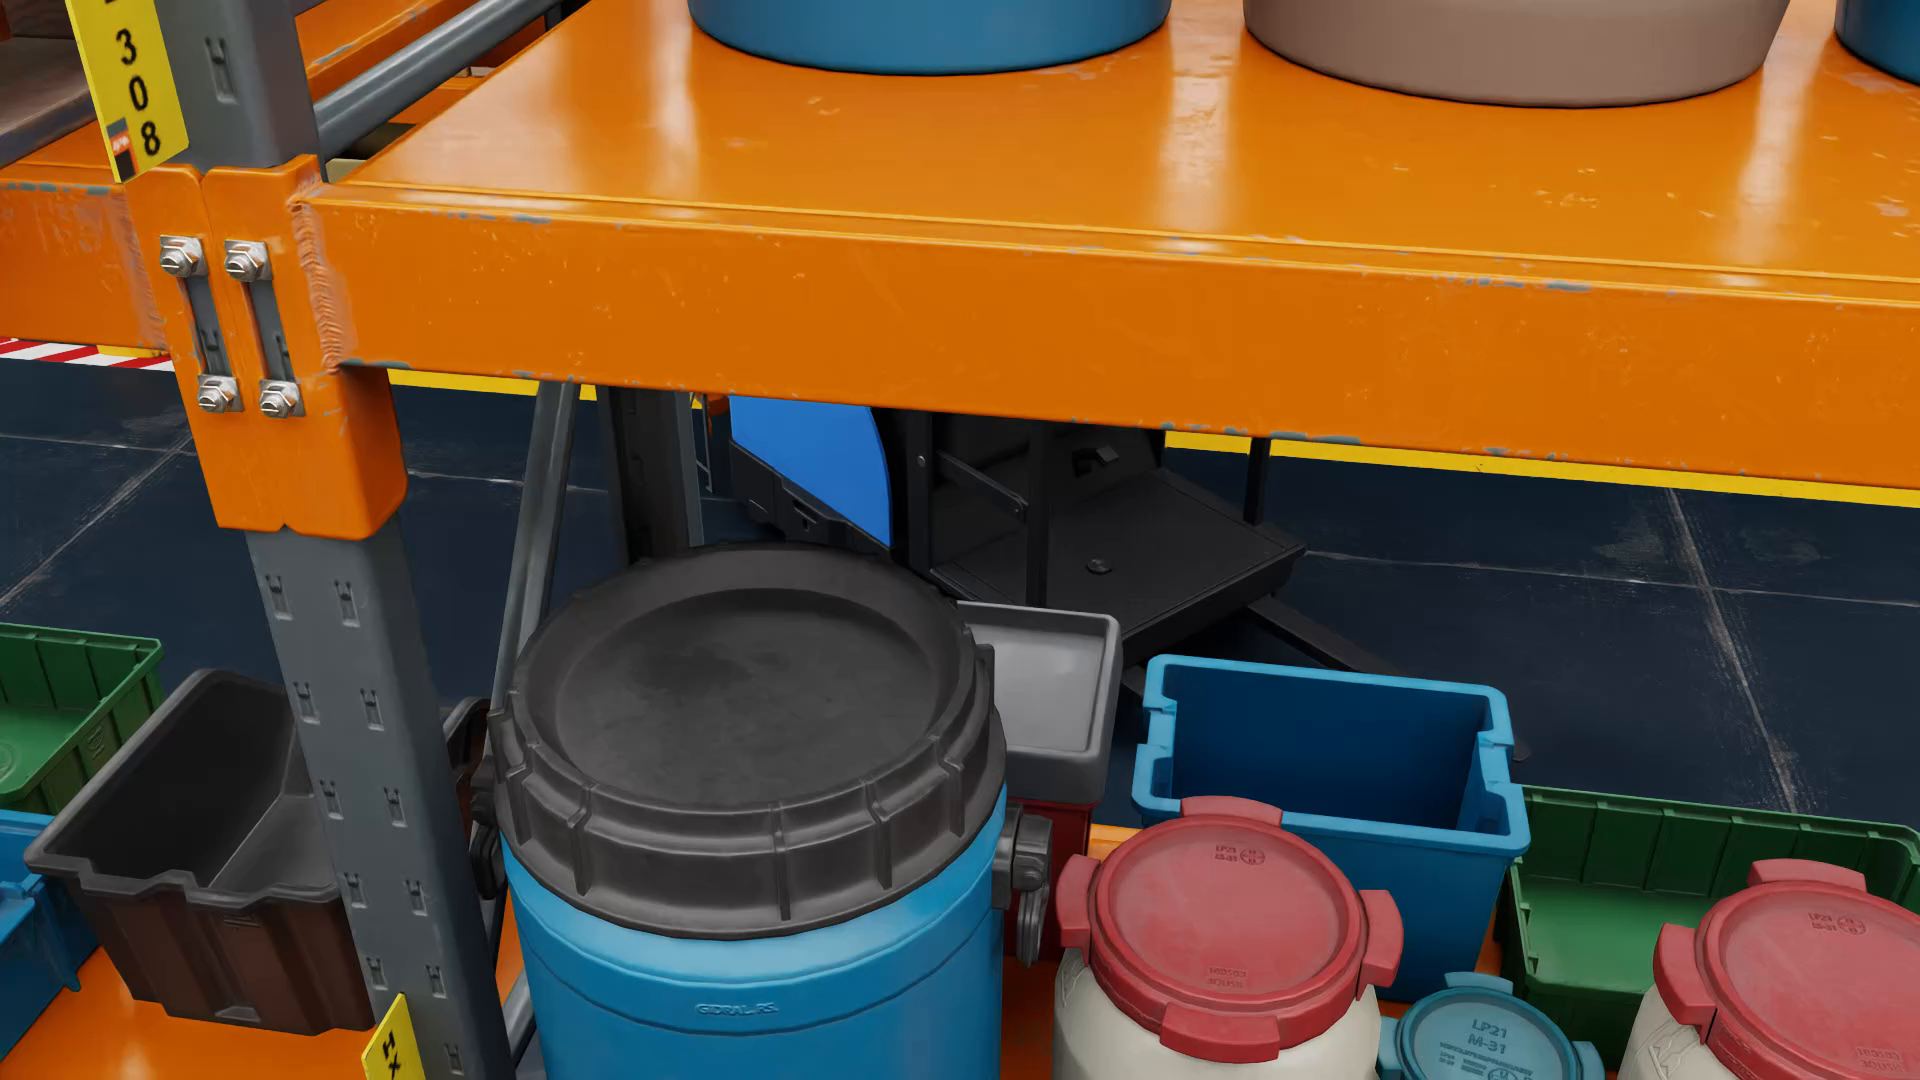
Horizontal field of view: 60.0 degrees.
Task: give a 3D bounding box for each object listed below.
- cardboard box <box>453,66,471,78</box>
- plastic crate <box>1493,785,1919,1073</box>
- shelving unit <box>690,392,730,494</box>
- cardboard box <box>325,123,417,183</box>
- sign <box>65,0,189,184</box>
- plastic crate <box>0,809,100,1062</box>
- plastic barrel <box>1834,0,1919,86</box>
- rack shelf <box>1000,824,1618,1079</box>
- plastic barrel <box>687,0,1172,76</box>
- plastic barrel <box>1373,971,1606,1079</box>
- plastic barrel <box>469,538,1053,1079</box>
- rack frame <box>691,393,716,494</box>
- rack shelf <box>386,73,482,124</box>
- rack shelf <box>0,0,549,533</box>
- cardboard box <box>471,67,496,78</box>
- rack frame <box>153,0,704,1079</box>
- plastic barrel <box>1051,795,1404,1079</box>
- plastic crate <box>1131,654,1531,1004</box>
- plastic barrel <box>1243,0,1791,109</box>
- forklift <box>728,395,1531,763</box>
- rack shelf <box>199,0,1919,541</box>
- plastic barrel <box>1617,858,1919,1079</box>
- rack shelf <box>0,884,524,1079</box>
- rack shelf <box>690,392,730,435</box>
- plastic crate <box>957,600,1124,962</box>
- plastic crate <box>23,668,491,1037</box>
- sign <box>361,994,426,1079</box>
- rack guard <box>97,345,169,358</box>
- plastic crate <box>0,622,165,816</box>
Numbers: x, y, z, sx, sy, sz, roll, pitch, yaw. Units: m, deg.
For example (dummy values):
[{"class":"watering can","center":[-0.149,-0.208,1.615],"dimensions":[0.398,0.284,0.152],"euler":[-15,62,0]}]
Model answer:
[{"class":"cardboard box","center":[-2.214,-2.314,7.025],"dimensions":[0.500,0.500,0.700],"euler":[5,32,9]},{"class":"plastic crate","center":[1.191,0.633,2.611],"dimensions":[0.662,0.188,0.450],"euler":[5,32,8]},{"class":"shelving unit","center":[-0.841,-0.821,6.431],"dimensions":[0.503,1.200,0.258],"euler":[-21,38,-30]},{"class":"cardboard box","center":[-2.695,-1.534,7.363],"dimensions":[0.500,0.500,0.500],"euler":[5,32,8]},{"class":"sign","center":[-0.677,-0.453,1.311],"dimensions":[0.005,0.325,0.100],"euler":[5,32,8]},{"class":"plastic crate","center":[-1.710,0.642,2.537],"dimensions":[0.616,0.251,0.499],"euler":[5,32,8]},{"class":"plastic barrel","center":[1.254,-0.900,1.560],"dimensions":[0.708,0.901,0.600],"euler":[5,32,8]},{"class":"rack shelf","center":[1.398,1.019,2.473],"dimensions":[4.000,0.370,1.077],"euler":[5,32,8]},{"class":"plastic barrel","center":[-0.036,-1.016,1.747],"dimensions":[0.708,0.901,0.600],"euler":[5,32,8]},{"class":"plastic barrel","center":[0.705,0.793,2.287],"dimensions":[0.301,0.262,0.301],"euler":[0,32,0]},{"class":"plastic barrel","center":[-0.244,0.516,2.126],"dimensions":[0.708,0.901,0.600],"euler":[5,32,8]},{"class":"rack frame","center":[-1.039,-0.745,6.310],"dimensions":[0.015,1.200,0.240],"euler":[-21,38,-30]},{"class":"rack shelf","center":[-1.708,-1.928,7.181],"dimensions":[4.000,0.370,1.077],"euler":[5,32,8]},{"class":"rack shelf","center":[-2.545,-0.609,2.247],"dimensions":[4.000,0.370,1.077],"euler":[5,32,8]},{"class":"cardboard box","center":[-1.695,-2.269,6.953],"dimensions":[0.500,0.500,0.700],"euler":[6,33,10]},{"class":"rack frame","center":[-0.574,0.537,2.564],"dimensions":[0.053,2.616,0.949],"euler":[5,32,8]},{"class":"plastic barrel","center":[0.333,0.678,2.211],"dimensions":[0.433,0.535,0.433],"euler":[0,32,0]},{"class":"plastic crate","center":[0.566,0.478,2.674],"dimensions":[0.575,0.384,0.392],"euler":[5,32,8]},{"class":"plastic barrel","center":[0.609,-0.958,1.654],"dimensions":[0.600,0.901,0.600],"euler":[0,32,0]},{"class":"forklift","center":[0.445,-0.939,4.988],"dimensions":[1.130,2.935,3.031],"euler":[-24,39,-33]},{"class":"rack shelf","center":[1.398,-0.252,1.677],"dimensions":[4.000,0.370,1.077],"euler":[5,32,8]},{"class":"plastic barrel","center":[1.056,0.744,2.107],"dimensions":[0.433,0.535,0.433],"euler":[0,32,0]},{"class":"rack shelf","center":[-2.545,0.662,3.043],"dimensions":[4.000,0.370,1.077],"euler":[5,32,8]},{"class":"rack shelf","center":[-0.841,-0.596,6.572],"dimensions":[0.480,0.148,0.258],"euler":[-21,38,-30]},{"class":"plastic crate","center":[-0.045,0.392,2.737],"dimensions":[0.583,0.464,0.402],"euler":[5,32,8]},{"class":"plastic crate","center":[-1.068,0.449,2.764],"dimensions":[0.504,0.338,0.767],"euler":[5,32,8]},{"class":"sign","center":[-0.677,0.705,2.036],"dimensions":[0.005,0.325,0.100],"euler":[5,32,8]},{"class":"rack guard","center":[-3.703,-1.354,7.942],"dimensions":[0.348,0.500,1.175],"euler":[5,32,8]},{"class":"plastic crate","center":[-1.864,0.357,3.053],"dimensions":[0.662,0.188,0.450],"euler":[5,32,8]}]
